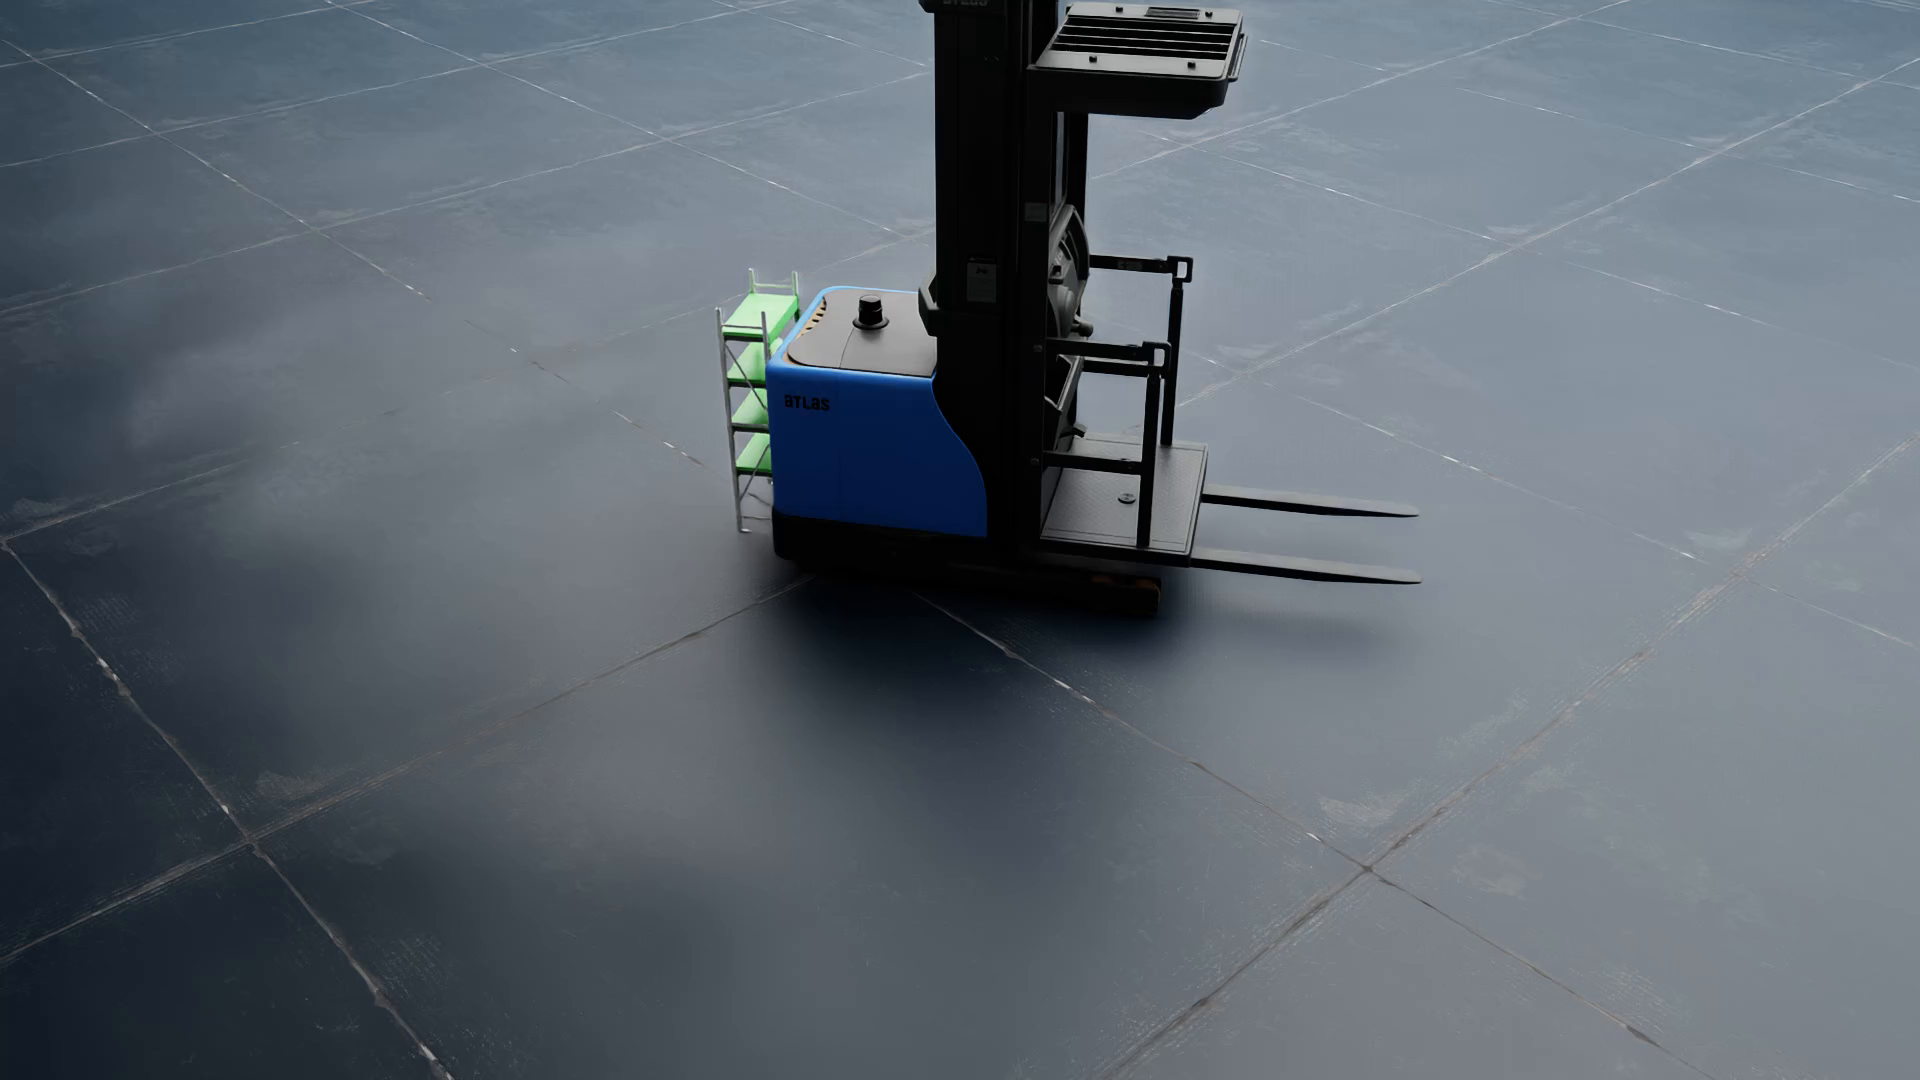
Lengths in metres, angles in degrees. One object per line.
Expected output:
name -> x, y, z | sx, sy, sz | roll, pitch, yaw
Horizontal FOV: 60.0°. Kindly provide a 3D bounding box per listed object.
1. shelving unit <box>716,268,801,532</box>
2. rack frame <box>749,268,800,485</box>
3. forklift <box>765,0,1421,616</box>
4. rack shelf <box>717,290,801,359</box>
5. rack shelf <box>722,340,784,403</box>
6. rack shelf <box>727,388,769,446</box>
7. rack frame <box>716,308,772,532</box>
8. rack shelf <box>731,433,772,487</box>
shelving unit -> -0.952, -0.674, 8.197 | 0.258, 1.200, 0.503 | 5, 32, 11
rack frame -> -0.901, -0.798, 8.401 | 0.240, 1.200, 0.015 | 5, 32, 11
forklift -> 0.673, -1.205, 7.411 | 3.031, 2.935, 1.130 | 6, 32, 10
rack shelf -> -0.959, -1.030, 7.982 | 0.258, 0.148, 0.480 | 5, 32, 11
rack shelf -> -0.955, -0.825, 8.106 | 0.258, 0.148, 0.480 | 5, 32, 11
rack shelf -> -0.950, -0.619, 8.230 | 0.258, 0.148, 0.480 | 5, 32, 11
rack frame -> -1.003, -0.550, 7.994 | 0.240, 1.200, 0.015 | 5, 32, 11
rack shelf -> -0.946, -0.414, 8.355 | 0.258, 0.148, 0.480 | 5, 32, 11
